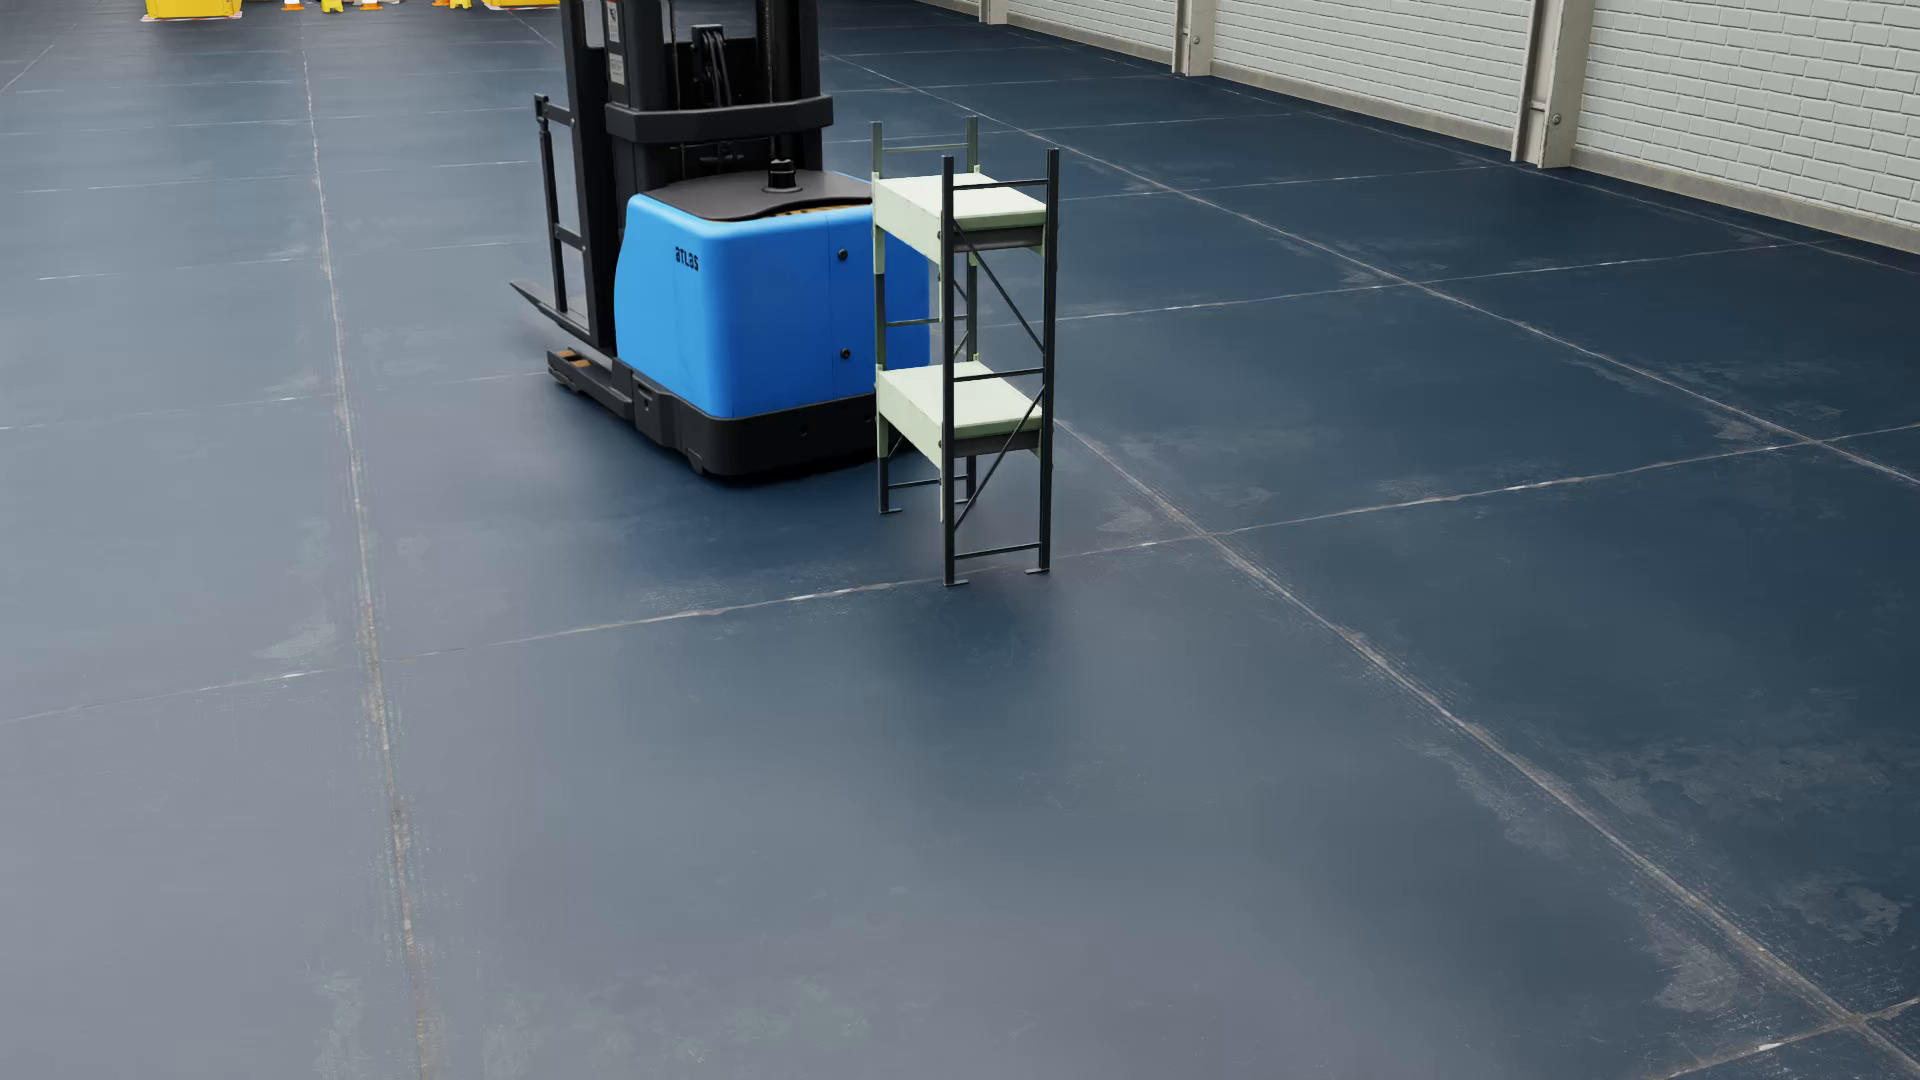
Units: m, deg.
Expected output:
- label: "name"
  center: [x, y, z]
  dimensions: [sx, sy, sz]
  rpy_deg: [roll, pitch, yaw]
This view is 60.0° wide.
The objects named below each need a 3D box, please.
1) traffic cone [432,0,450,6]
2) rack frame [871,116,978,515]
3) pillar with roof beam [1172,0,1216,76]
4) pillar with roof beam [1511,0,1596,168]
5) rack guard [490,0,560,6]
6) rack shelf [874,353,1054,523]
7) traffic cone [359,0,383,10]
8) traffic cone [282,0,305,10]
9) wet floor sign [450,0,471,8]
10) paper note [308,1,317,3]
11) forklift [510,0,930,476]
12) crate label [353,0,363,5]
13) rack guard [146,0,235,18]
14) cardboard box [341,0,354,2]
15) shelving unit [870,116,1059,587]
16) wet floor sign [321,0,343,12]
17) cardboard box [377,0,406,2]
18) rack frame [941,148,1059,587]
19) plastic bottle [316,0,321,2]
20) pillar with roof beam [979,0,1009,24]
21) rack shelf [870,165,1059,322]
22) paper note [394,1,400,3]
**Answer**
- label: "traffic cone"
  center: [-8.230, -8.740, 26.391]
  dimensions: [0.336, 0.463, 0.334]
  rpy_deg: [-8, 24, -19]
- label: "rack frame"
  center: [-0.127, -0.822, 6.268]
  dimensions: [0.400, 1.500, 0.023]
  rpy_deg: [-8, 24, -19]
- label: "pillar with roof beam"
  center: [-1.420, -8.803, 15.549]
  dimensions: [9.100, 9.000, 0.400]
  rpy_deg: [-8, 24, -19]
- label: "pillar with roof beam"
  center: [0.700, -6.622, 10.376]
  dimensions: [9.100, 9.000, 0.400]
  rpy_deg: [-8, 24, -19]
- label: "rack guard"
  center: [-6.898, -8.806, 26.498]
  dimensions: [1.175, 0.500, 0.348]
  rpy_deg: [-8, 24, -19]
- label: "rack shelf"
  center: [0.002, -0.388, 6.080]
  dimensions: [0.431, 0.370, 0.720]
  rpy_deg: [-8, 24, -19]
- label: "traffic cone"
  center: [-9.148, -8.464, 25.736]
  dimensions: [0.336, 0.463, 0.334]
  rpy_deg: [-8, 24, -19]
- label: "traffic cone"
  center: [-10.326, -8.433, 25.662]
  dimensions: [0.336, 0.463, 0.334]
  rpy_deg: [-8, 24, -19]
- label: "wet floor sign"
  center: [-7.805, -8.629, 25.893]
  dimensions: [0.267, 0.644, 0.232]
  rpy_deg: [0, 23, -1]
- label: "paper note"
  center: [-10.417, -8.633, 26.694]
  dimensions: [0.144, 0.017, 0.142]
  rpy_deg: [0, 23, -1]
- label: "forklift"
  center: [-1.334, -2.128, 7.525]
  dimensions: [1.130, 2.935, 3.031]
  rpy_deg: [-14, 27, -30]
- label: "crate label"
  center: [-9.484, -8.591, 26.457]
  dimensions: [0.298, 0.136, 0.250]
  rpy_deg: [18, 29, 36]
- label: "rack guard"
  center: [-11.458, -8.053, 24.714]
  dimensions: [1.175, 0.500, 0.348]
  rpy_deg: [-8, 24, -19]
- label: "cardboard box"
  center: [-9.860, -9.070, 27.122]
  dimensions: [0.637, 0.503, 0.797]
  rpy_deg: [12, 26, 27]
- label: "shelving unit"
  center: [0.002, -0.689, 5.953]
  dimensions: [0.431, 1.500, 0.755]
  rpy_deg: [-8, 24, -19]
- label: "wet floor sign"
  center: [-9.604, -8.390, 25.326]
  dimensions: [0.267, 0.644, 0.232]
  rpy_deg: [-13, 26, -28]
- label: "cardboard box"
  center: [-9.224, -8.815, 26.973]
  dimensions: [0.380, 0.149, 0.250]
  rpy_deg: [4, 23, 9]
- label: "rack frame"
  center: [0.132, -0.556, 5.637]
  dimensions: [0.400, 1.500, 0.023]
  rpy_deg: [-8, 24, -19]
- label: "plastic bottle"
  center: [-10.373, -8.782, 27.007]
  dimensions: [0.133, 0.061, 0.283]
  rpy_deg: [-18, 29, -37]
- label: "pillar with roof beam"
  center: [-3.540, -10.983, 20.721]
  dimensions: [9.100, 9.000, 0.400]
  rpy_deg: [-8, 24, -19]
- label: "rack shelf"
  center: [0.002, -1.048, 5.801]
  dimensions: [0.431, 0.370, 0.720]
  rpy_deg: [-8, 24, -19]
- label: "paper note"
  center: [-9.067, -8.632, 26.691]
  dimensions: [0.148, 0.019, 0.142]
  rpy_deg: [-18, 29, -37]
